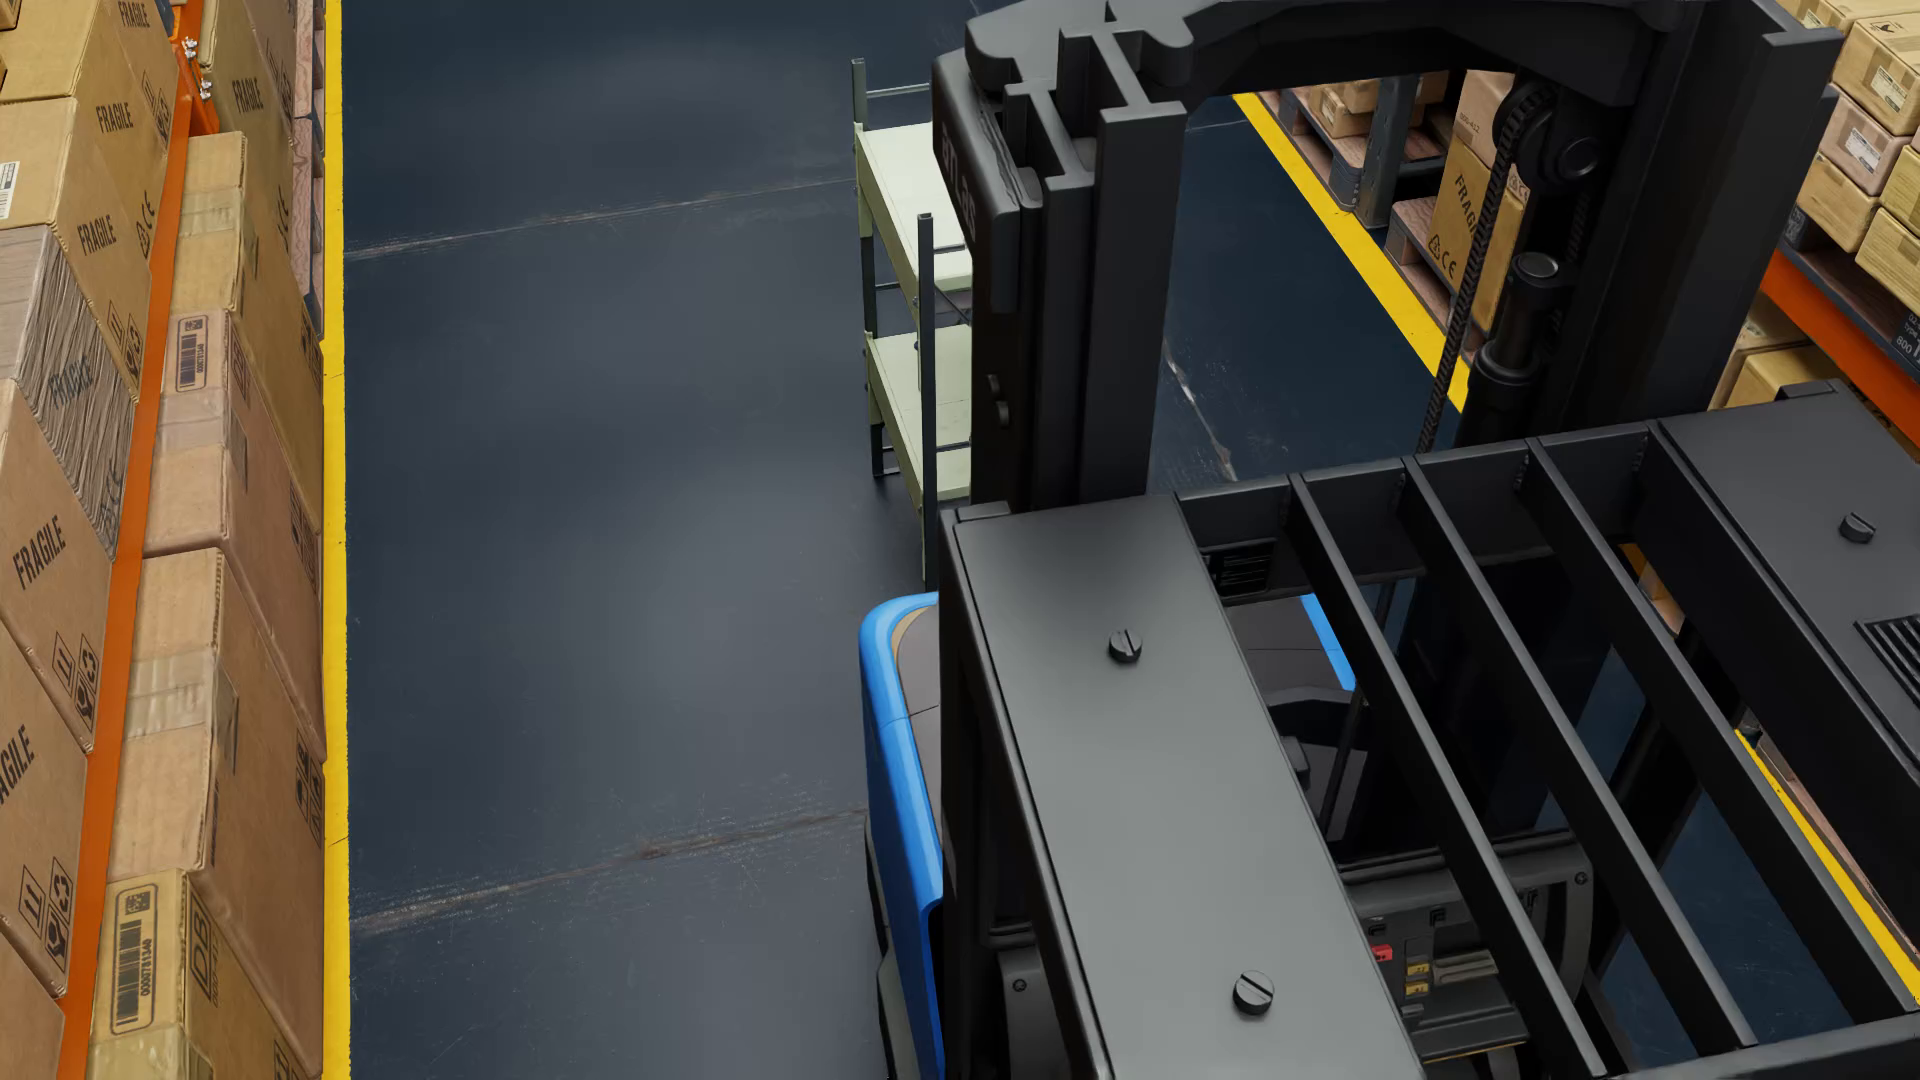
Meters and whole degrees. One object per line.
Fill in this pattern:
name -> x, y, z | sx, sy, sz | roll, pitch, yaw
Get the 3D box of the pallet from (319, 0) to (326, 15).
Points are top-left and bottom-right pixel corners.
pallet -> -3.530, -2.784, 7.831 | 1.003, 0.211, 1.213 | -11, 47, -10

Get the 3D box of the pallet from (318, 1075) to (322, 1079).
pallet -> -1.891, 1.643, 3.492 | 1.003, 0.211, 1.213 | -11, 47, -10

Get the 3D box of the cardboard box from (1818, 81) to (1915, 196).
cardboard box -> 2.160, -0.923, 3.728 | 0.380, 0.149, 0.250 | -10, 46, -9

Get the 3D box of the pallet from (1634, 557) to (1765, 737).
pallet -> 2.551, -0.017, 5.118 | 1.003, 0.211, 1.213 | -11, 47, -10

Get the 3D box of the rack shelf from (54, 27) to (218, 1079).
rack shelf -> -2.274, 0.096, 3.559 | 1.077, 0.370, 4.000 | -11, 47, -10

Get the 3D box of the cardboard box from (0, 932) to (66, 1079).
cardboard box -> -1.623, 0.805, 2.291 | 0.500, 0.500, 0.500 | -9, 46, -9

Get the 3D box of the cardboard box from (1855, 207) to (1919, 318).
cardboard box -> 2.229, -0.635, 3.654 | 0.380, 0.149, 0.250 | -13, 47, -12

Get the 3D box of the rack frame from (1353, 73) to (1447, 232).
rack frame -> 2.035, -2.374, 5.476 | 1.000, 3.000, 0.127 | -11, 47, -10

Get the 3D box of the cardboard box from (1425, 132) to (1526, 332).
cardboard box -> 1.967, -1.087, 5.671 | 0.500, 0.500, 0.500 | -9, 46, -9

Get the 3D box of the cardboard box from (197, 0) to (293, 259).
cardboard box -> -2.878, -1.410, 5.725 | 0.875, 0.875, 0.875 | -11, 47, -10

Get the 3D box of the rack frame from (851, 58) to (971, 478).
rack frame -> -0.092, -0.773, 4.957 | 0.400, 1.500, 0.023 | -11, 47, -10

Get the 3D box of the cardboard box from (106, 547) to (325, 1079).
cardboard box -> -2.139, 0.725, 3.633 | 1.225, 0.875, 0.875 | -11, 47, -10

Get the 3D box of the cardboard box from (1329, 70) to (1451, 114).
cardboard box -> 1.647, -1.786, 6.394 | 0.380, 0.149, 0.250 | -10, 46, -10

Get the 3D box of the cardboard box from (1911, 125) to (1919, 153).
cardboard box -> 2.233, -0.840, 3.438 | 0.380, 0.149, 0.250 | -11, 47, -10

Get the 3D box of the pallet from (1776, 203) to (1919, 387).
pallet -> 2.512, -0.904, 4.170 | 1.003, 0.211, 1.213 | -11, 47, -10

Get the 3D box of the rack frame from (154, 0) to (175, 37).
rack frame -> -2.786, -1.537, 4.656 | 1.000, 3.000, 0.127 | -11, 47, -10

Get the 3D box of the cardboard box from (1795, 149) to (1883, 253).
cardboard box -> 2.165, -0.814, 3.830 | 0.380, 0.149, 0.250 | -9, 46, -9

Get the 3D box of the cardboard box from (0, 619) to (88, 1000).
cardboard box -> -1.758, 0.449, 2.640 | 0.500, 0.500, 0.500 | -12, 47, -11

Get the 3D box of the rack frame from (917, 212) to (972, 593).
rack frame -> 0.095, -0.268, 4.462 | 0.400, 1.500, 0.023 | -11, 47, -10

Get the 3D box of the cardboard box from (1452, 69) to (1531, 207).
cardboard box -> 1.968, -1.350, 5.404 | 0.500, 0.250, 0.500 | -13, 47, -12

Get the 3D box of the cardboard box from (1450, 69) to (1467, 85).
cardboard box -> 2.184, -2.017, 6.828 | 0.380, 0.149, 0.250 | -9, 46, -9

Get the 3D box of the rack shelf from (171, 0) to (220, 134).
rack shelf -> -3.298, -2.666, 6.266 | 1.077, 0.370, 4.000 | -11, 47, -10

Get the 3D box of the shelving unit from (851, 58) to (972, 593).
shelving unit -> 0.002, -0.520, 4.710 | 0.431, 1.500, 0.755 | -11, 47, -10

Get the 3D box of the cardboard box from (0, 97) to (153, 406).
cardboard box -> -2.142, -0.596, 3.664 | 0.500, 0.500, 0.500 | -11, 47, -11

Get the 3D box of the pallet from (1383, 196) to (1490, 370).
pallet -> 2.235, -0.860, 5.945 | 1.003, 0.211, 1.213 | -11, 47, -10

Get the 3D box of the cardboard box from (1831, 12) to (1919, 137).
cardboard box -> 2.161, -1.027, 3.622 | 0.380, 0.149, 0.250 | -9, 46, -8

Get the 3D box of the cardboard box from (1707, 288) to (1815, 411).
cardboard box -> 2.233, -0.630, 4.698 | 0.500, 0.250, 0.500 | -9, 46, -9

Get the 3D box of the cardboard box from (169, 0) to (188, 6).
cardboard box -> -2.540, -1.714, 5.005 | 0.380, 0.149, 0.250 | -11, 47, -10

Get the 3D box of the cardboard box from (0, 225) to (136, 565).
cardboard box -> -2.018, -0.249, 3.324 | 0.500, 0.500, 0.500 | -11, 47, -10

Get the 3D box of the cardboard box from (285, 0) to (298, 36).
cardboard box -> -3.336, -2.646, 6.937 | 0.875, 0.875, 0.875 | -11, 47, -10

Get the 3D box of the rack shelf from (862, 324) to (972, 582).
rack shelf -> 0.002, -0.292, 4.943 | 0.431, 0.370, 0.720 | -11, 47, -10

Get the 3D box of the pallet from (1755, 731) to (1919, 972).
pallet -> 2.860, 0.824, 4.294 | 1.003, 0.211, 1.213 | -11, 47, -10

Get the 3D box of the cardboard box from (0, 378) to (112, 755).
cardboard box -> -1.892, 0.096, 2.986 | 0.500, 0.500, 0.500 | -11, 47, -11

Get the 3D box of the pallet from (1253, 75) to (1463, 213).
pallet -> 1.828, -1.855, 6.920 | 1.003, 0.211, 1.213 | -11, 47, -10

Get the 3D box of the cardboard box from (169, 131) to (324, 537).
cardboard box -> -2.603, -0.502, 4.835 | 1.225, 0.875, 0.875 | -11, 47, -10

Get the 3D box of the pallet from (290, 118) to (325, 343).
pallet -> -2.905, -1.100, 6.180 | 1.003, 0.211, 1.213 | -11, 47, -10

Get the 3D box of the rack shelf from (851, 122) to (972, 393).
rack shelf -> 0.002, -0.793, 4.431 | 0.431, 0.370, 0.720 | -11, 47, -10

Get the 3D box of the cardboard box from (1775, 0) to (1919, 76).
cardboard box -> 2.095, -1.207, 3.798 | 0.380, 0.149, 0.250 | -9, 46, -9

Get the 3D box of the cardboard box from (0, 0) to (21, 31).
cardboard box -> -2.615, -1.483, 3.831 | 0.797, 0.503, 0.637 | -12, 47, -11

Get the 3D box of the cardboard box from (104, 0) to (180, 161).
cardboard box -> -2.402, -1.299, 4.352 | 0.500, 0.500, 0.500 | -11, 47, -10

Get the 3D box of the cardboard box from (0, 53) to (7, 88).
cardboard box -> -2.450, -1.007, 3.365 | 0.797, 0.503, 0.637 | -10, 46, -10

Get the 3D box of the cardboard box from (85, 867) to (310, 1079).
cardboard box -> -1.919, 1.341, 3.029 | 1.225, 0.875, 0.875 | -13, 47, -12

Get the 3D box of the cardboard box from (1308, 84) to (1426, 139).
cardboard box -> 1.605, -1.731, 6.549 | 0.380, 0.149, 0.250 | -10, 46, -10

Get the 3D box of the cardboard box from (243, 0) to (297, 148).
cardboard box -> -3.108, -2.032, 6.334 | 0.875, 0.875, 0.875 | -11, 47, -10

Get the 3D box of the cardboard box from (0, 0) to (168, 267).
cardboard box -> -2.282, -0.956, 4.016 | 0.500, 0.500, 0.500 | -9, 46, -9

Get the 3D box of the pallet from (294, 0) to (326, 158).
pallet -> -3.221, -1.944, 7.007 | 1.003, 0.211, 1.213 | -11, 47, -10

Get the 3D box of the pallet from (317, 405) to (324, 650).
pallet -> -2.516, -0.042, 5.143 | 1.003, 0.211, 1.213 | -11, 47, -10

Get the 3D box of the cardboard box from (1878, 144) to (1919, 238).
cardboard box -> 2.227, -0.743, 3.552 | 0.380, 0.149, 0.250 | -11, 47, -11

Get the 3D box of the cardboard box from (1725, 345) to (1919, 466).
cardboard box -> 2.375, -0.271, 4.347 | 0.500, 0.250, 0.500 | -10, 46, -9

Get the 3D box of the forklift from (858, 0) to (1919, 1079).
forklift -> 0.568, 0.821, 2.394 | 1.130, 2.935, 3.031 | -9, 46, -8

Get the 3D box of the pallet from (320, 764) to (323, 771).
pallet -> -2.200, 0.802, 4.316 | 1.003, 0.211, 1.213 | -11, 47, -10

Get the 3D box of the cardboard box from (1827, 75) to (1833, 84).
cardboard box -> 2.093, -1.101, 3.903 | 0.380, 0.149, 0.250 | -12, 47, -11

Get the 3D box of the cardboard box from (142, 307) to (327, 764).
cardboard box -> -2.373, 0.115, 4.231 | 1.225, 0.875, 0.875 | -12, 47, -12
